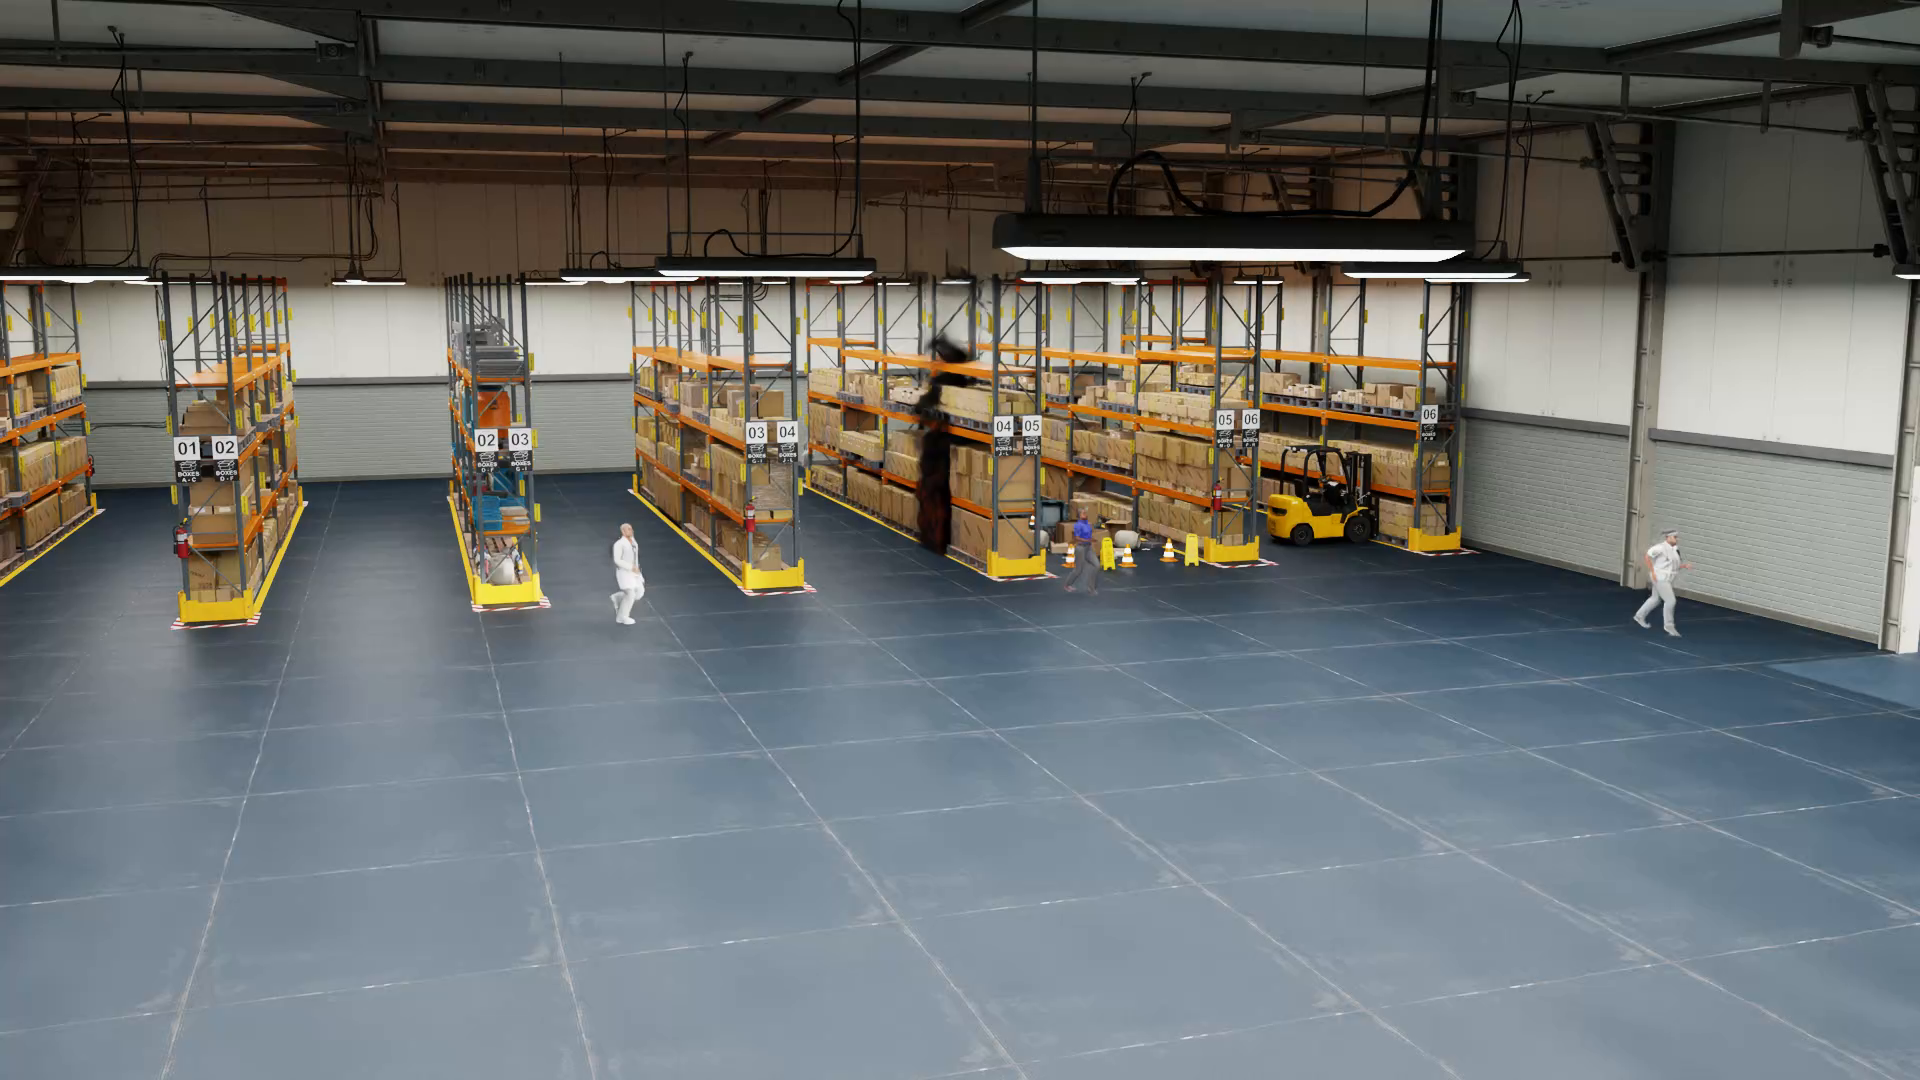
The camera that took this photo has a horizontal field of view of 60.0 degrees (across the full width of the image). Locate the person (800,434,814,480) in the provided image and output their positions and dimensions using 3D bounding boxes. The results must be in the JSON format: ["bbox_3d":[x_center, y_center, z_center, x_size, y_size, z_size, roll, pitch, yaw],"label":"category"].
[{"bbox_3d":[-4.541,-2.579,49.766,0.545,1.609,0.693,0,9,1],"label":"person"}]

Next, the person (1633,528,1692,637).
[{"bbox_3d":[11.746,0.685,27.814,0.917,1.821,0.585,8,11,41],"label":"person"}]

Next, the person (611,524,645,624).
[{"bbox_3d":[-5.718,0.573,28.589,0.699,1.738,0.734,3,9,19],"label":"person"}]

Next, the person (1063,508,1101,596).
[{"bbox_3d":[2.316,0.229,31.269,0.749,1.693,0.582,7,11,39],"label":"person"}]

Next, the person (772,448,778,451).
[{"bbox_3d":[-5.555,-2.313,47.674,0.729,1.702,0.573,1,9,4],"label":"person"}]
